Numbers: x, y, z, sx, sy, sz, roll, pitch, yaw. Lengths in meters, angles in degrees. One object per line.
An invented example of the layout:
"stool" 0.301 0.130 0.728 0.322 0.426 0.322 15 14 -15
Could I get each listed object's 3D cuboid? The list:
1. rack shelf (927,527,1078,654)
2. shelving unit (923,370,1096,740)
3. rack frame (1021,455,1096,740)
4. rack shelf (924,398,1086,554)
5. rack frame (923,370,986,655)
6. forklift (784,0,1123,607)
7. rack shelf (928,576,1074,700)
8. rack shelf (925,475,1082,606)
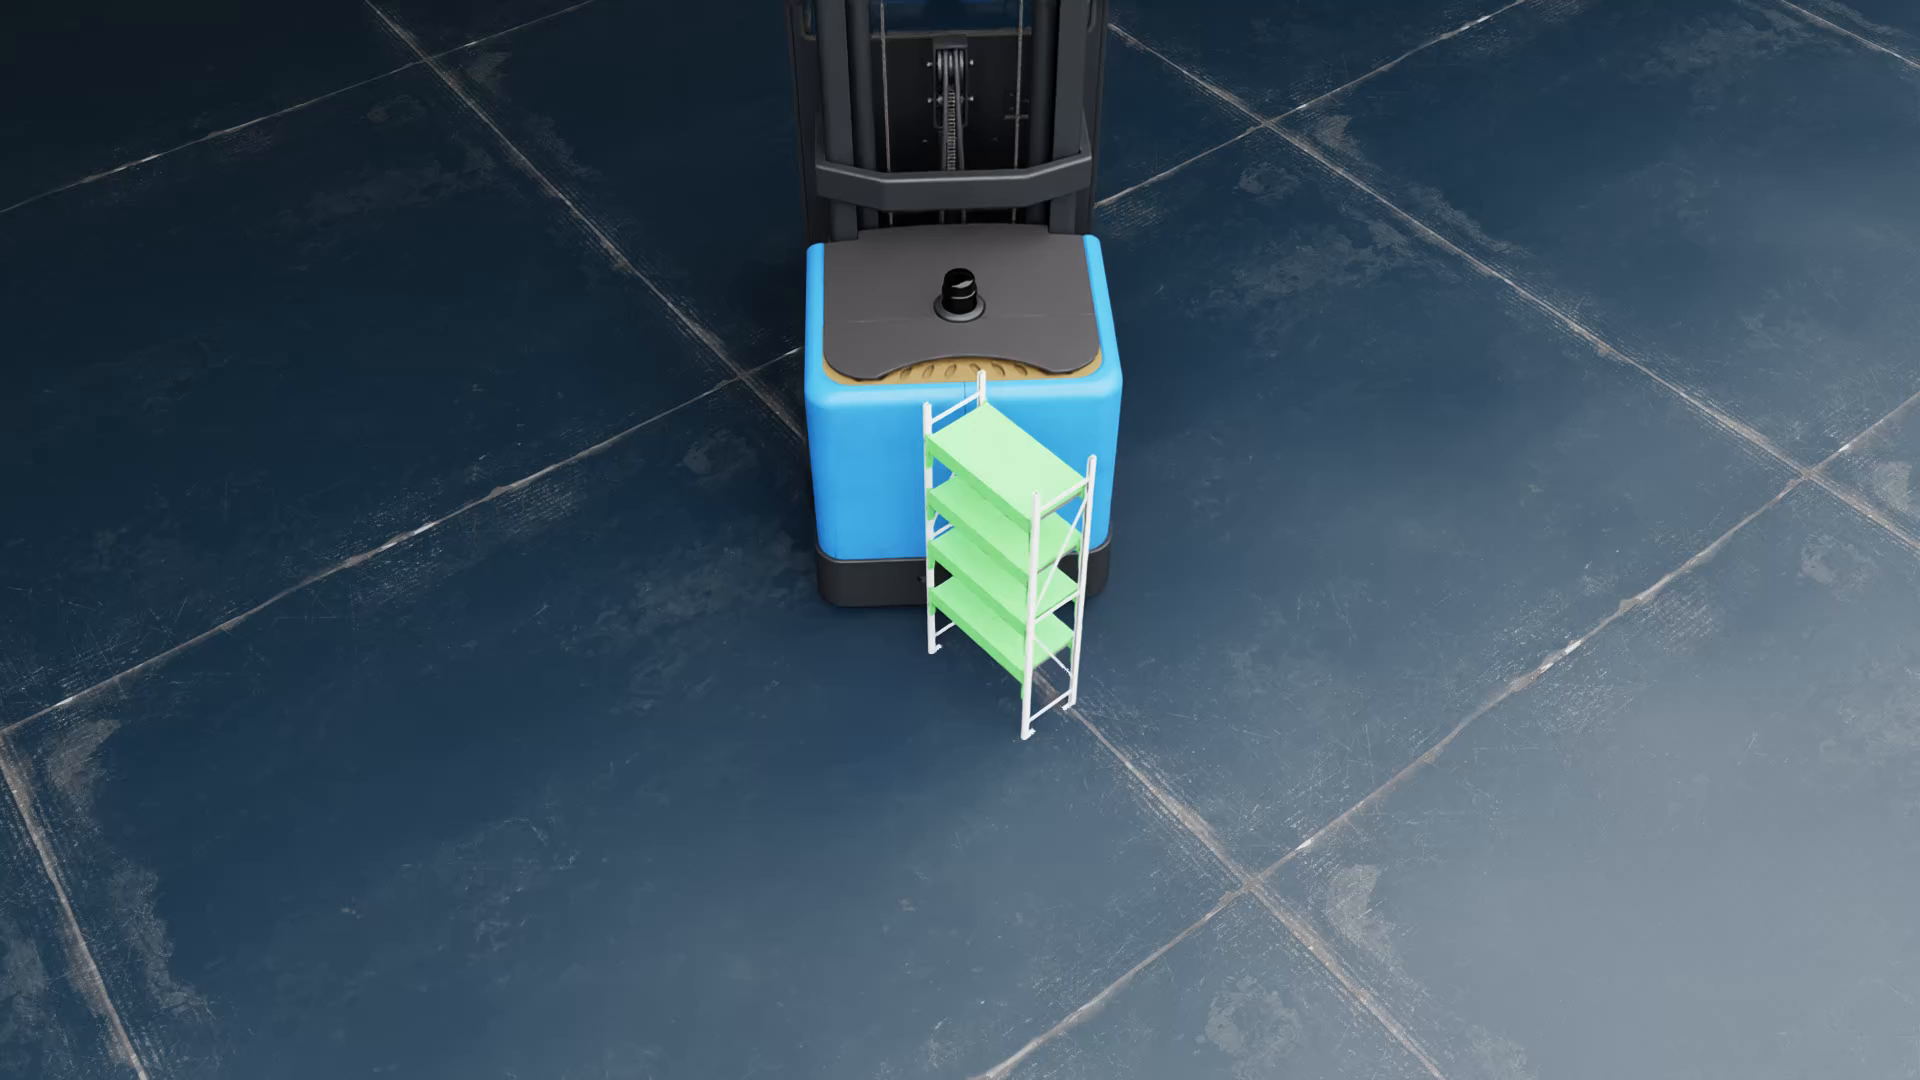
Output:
"rack shelf" 0.143 0.121 5.417 0.258 0.148 0.480 -33 56 -26
"shelving unit" 0.143 0.078 5.369 0.258 1.200 0.503 -33 56 -26
"rack frame" 0.303 0.215 5.245 0.240 1.200 0.015 -33 56 -26
"rack shelf" 0.143 -0.201 5.061 0.258 0.148 0.480 -33 56 -26
"rack frame" -0.016 -0.059 5.493 0.240 1.200 0.015 -33 56 -26
"forklift" -0.057 -1.833 5.934 1.130 2.935 3.031 -2 48 -2
"rack shelf" 0.143 0.282 5.594 0.258 0.148 0.480 -33 56 -26
"rack shelf" 0.143 -0.040 5.239 0.258 0.148 0.480 -33 56 -26
